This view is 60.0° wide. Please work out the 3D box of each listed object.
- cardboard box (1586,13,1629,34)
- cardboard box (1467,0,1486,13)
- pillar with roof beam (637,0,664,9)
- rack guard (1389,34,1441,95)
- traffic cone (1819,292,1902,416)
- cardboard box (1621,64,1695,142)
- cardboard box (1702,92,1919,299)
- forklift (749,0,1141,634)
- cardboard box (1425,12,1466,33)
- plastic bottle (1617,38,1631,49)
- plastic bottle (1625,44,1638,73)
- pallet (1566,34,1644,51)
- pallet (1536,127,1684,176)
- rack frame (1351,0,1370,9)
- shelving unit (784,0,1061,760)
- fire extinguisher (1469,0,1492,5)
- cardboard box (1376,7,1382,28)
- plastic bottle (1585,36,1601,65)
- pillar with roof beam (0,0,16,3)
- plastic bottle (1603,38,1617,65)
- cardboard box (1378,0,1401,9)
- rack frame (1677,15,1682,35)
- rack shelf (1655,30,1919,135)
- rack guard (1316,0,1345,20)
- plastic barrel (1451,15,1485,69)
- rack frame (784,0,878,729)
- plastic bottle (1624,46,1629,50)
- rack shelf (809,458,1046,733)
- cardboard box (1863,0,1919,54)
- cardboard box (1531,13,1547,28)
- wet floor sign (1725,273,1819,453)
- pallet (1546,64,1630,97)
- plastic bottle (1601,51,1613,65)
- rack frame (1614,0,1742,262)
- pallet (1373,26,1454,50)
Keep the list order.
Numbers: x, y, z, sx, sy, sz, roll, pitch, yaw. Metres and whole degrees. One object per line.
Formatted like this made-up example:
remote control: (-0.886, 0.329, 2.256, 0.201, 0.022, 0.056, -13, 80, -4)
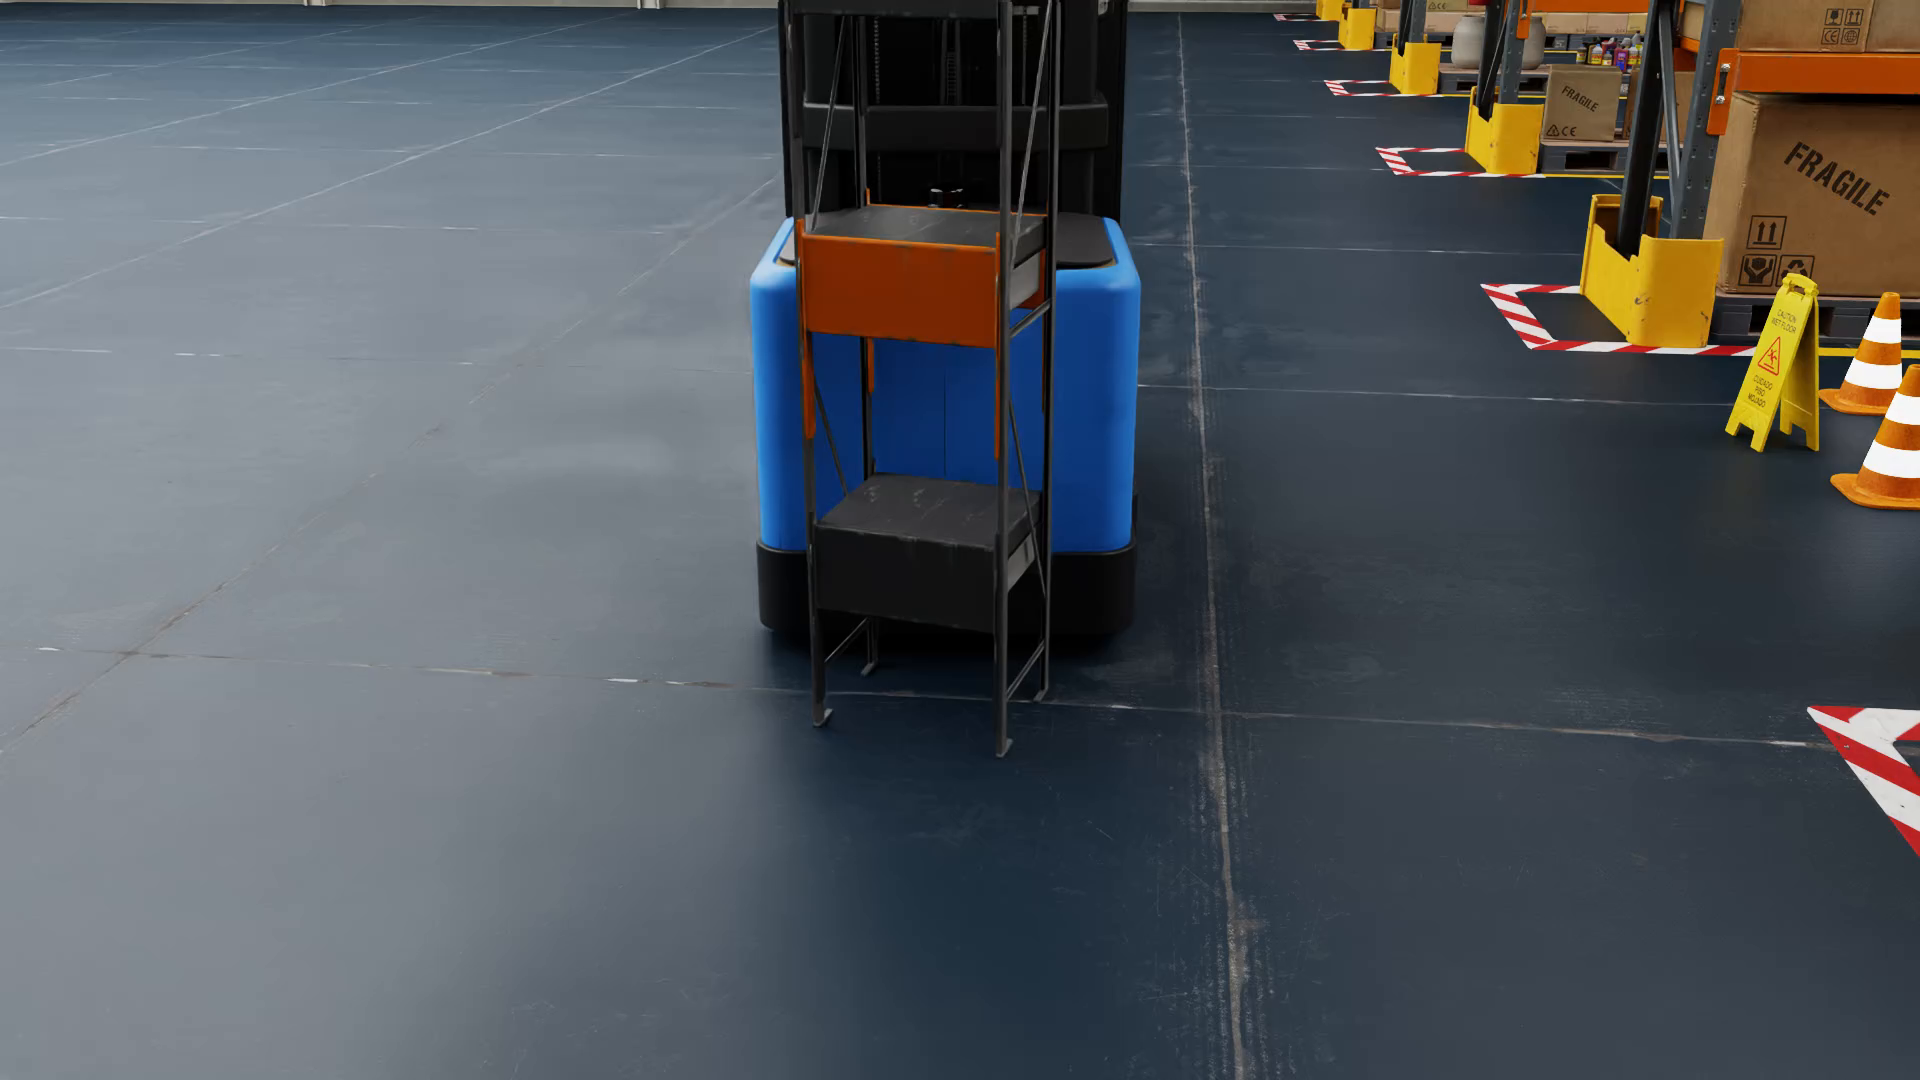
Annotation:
cardboard box: (8.228, -6.629, 21.296, 0.500, 0.250, 0.500, 2, 22, 6)
cardboard box: (6.739, -7.043, 21.323, 0.500, 0.500, 0.500, 2, 22, 6)
pillar with roof beam: (-5.810, -11.751, 22.924, 0.400, 9.000, 9.100, 2, 22, 6)
rack guard: (4.732, -4.963, 17.313, 0.348, 0.500, 1.175, 2, 22, 6)
traffic cone: (3.744, -0.775, 6.772, 0.334, 0.463, 0.336, 2, 22, 6)
cardboard box: (5.284, -3.289, 12.509, 0.500, 0.500, 0.500, 8, 23, 20)
cardboard box: (4.065, -1.699, 7.975, 0.875, 0.875, 0.875, 3, 22, 7)
forklift: (-0.020, -1.594, 5.485, 1.130, 2.935, 3.031, 0, 22, 1)
cardboard box: (6.241, -6.712, 21.505, 0.500, 0.250, 0.500, 2, 22, 6)
plastic bottle: (6.911, -5.103, 17.374, 0.135, 0.276, 0.152, 2, 22, 5)
plastic bottle: (6.755, -4.840, 16.715, 0.097, 0.271, 0.097, 0, 22, 0)
pallet: (8.425, -6.500, 21.593, 1.213, 0.211, 1.003, 2, 22, 6)
pallet: (4.946, -2.955, 12.627, 1.213, 0.211, 1.003, 2, 22, 6)
rack frame: (5.237, -7.920, 21.392, 0.127, 3.000, 1.000, 2, 22, 6)
shelving unit: (-0.072, -0.535, 3.931, 0.503, 2.100, 0.431, 7, 23, 18)
fire extinguisher: (4.008, -4.440, 12.697, 0.183, 0.674, 0.296, 2, 22, 6)
cardboard box: (5.805, -6.921, 22.035, 0.500, 0.250, 0.500, 2, 22, 6)
plastic bottle: (6.644, -5.135, 17.445, 0.133, 0.283, 0.061, 3, 22, 8)
pillar with roof beam: (-17.726, -12.271, 24.238, 0.400, 9.000, 9.100, 2, 22, 6)
plastic bottle: (6.761, -5.074, 17.290, 0.133, 0.283, 0.061, 2, 22, 6)
cardboard box: (5.805, -7.271, 21.899, 0.500, 0.500, 0.500, 2, 22, 6)
rack frame: (9.210, -7.747, 20.955, 0.127, 3.000, 1.000, 2, 22, 6)
rack shelf: (5.370, -2.076, 7.588, 4.000, 0.370, 1.077, 2, 22, 6)
rack guard: (5.892, -8.563, 26.419, 0.348, 0.500, 1.175, 2, 22, 6)
plastic barrel: (5.313, -5.149, 17.197, 0.421, 0.512, 0.421, 0, 22, 0)
rack frame: (-0.302, -0.565, 4.006, 0.015, 2.100, 0.400, 7, 23, 18)
plastic bottle: (6.915, -5.022, 17.271, 0.097, 0.201, 0.097, 0, 22, 0)
rack shelf: (-0.069, 0.126, 4.200, 0.480, 0.518, 0.431, 7, 23, 18)
cardboard box: (4.306, -2.551, 7.609, 0.550, 0.550, 0.875, 2, 22, 6)
cardboard box: (7.233, -6.666, 21.391, 0.500, 0.250, 0.500, 2, 22, 6)
wet floor sign: (3.122, -0.680, 6.282, 0.232, 0.644, 0.267, -1, 22, -3)
pallet: (6.746, -4.738, 17.137, 1.213, 0.211, 1.003, 2, 22, 6)
plastic bottle: (6.517, -4.818, 16.754, 0.097, 0.201, 0.097, 0, 22, 0)
rack frame: (3.384, -2.497, 7.675, 0.127, 3.000, 1.000, 2, 22, 6)
pallet: (6.002, -6.605, 21.860, 1.213, 0.211, 1.003, 2, 22, 6)
